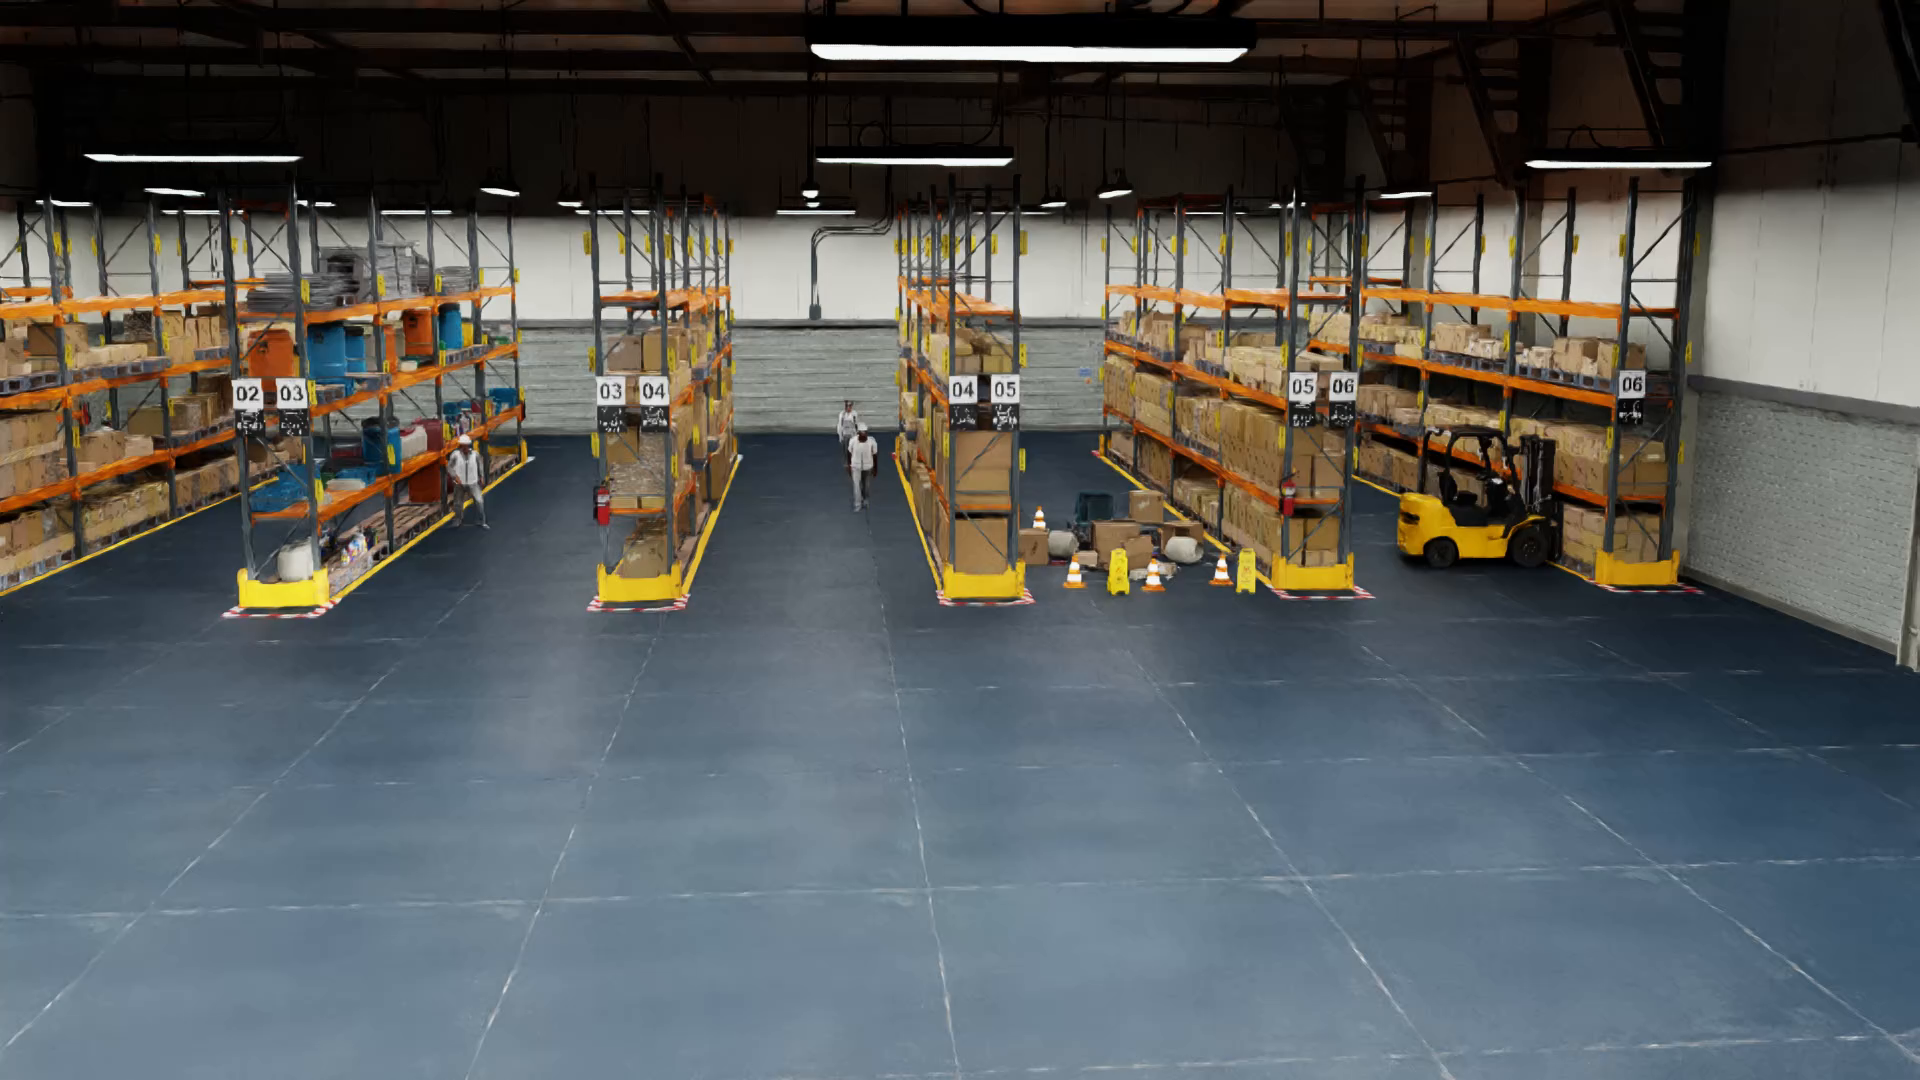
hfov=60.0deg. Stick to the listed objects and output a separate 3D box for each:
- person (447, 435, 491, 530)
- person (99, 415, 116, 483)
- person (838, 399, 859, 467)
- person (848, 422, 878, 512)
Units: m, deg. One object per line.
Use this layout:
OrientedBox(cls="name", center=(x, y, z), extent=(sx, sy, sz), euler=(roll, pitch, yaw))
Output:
OrientedBox(cls="person", center=(-8.796, -1.043, 29.653), extent=(0.683, 1.714, 0.837), euler=(-4, 11, -21))
OrientedBox(cls="person", center=(-16.994, -1.661, 33.279), extent=(0.449, 1.666, 0.533), euler=(-7, 12, -35))
OrientedBox(cls="person", center=(-2.524, -2.398, 37.604), extent=(0.482, 1.587, 1.086), euler=(0, 10, -2))
OrientedBox(cls="person", center=(-1.848, -1.407, 31.718), extent=(0.577, 1.687, 1.115), euler=(-1, 10, -6))
